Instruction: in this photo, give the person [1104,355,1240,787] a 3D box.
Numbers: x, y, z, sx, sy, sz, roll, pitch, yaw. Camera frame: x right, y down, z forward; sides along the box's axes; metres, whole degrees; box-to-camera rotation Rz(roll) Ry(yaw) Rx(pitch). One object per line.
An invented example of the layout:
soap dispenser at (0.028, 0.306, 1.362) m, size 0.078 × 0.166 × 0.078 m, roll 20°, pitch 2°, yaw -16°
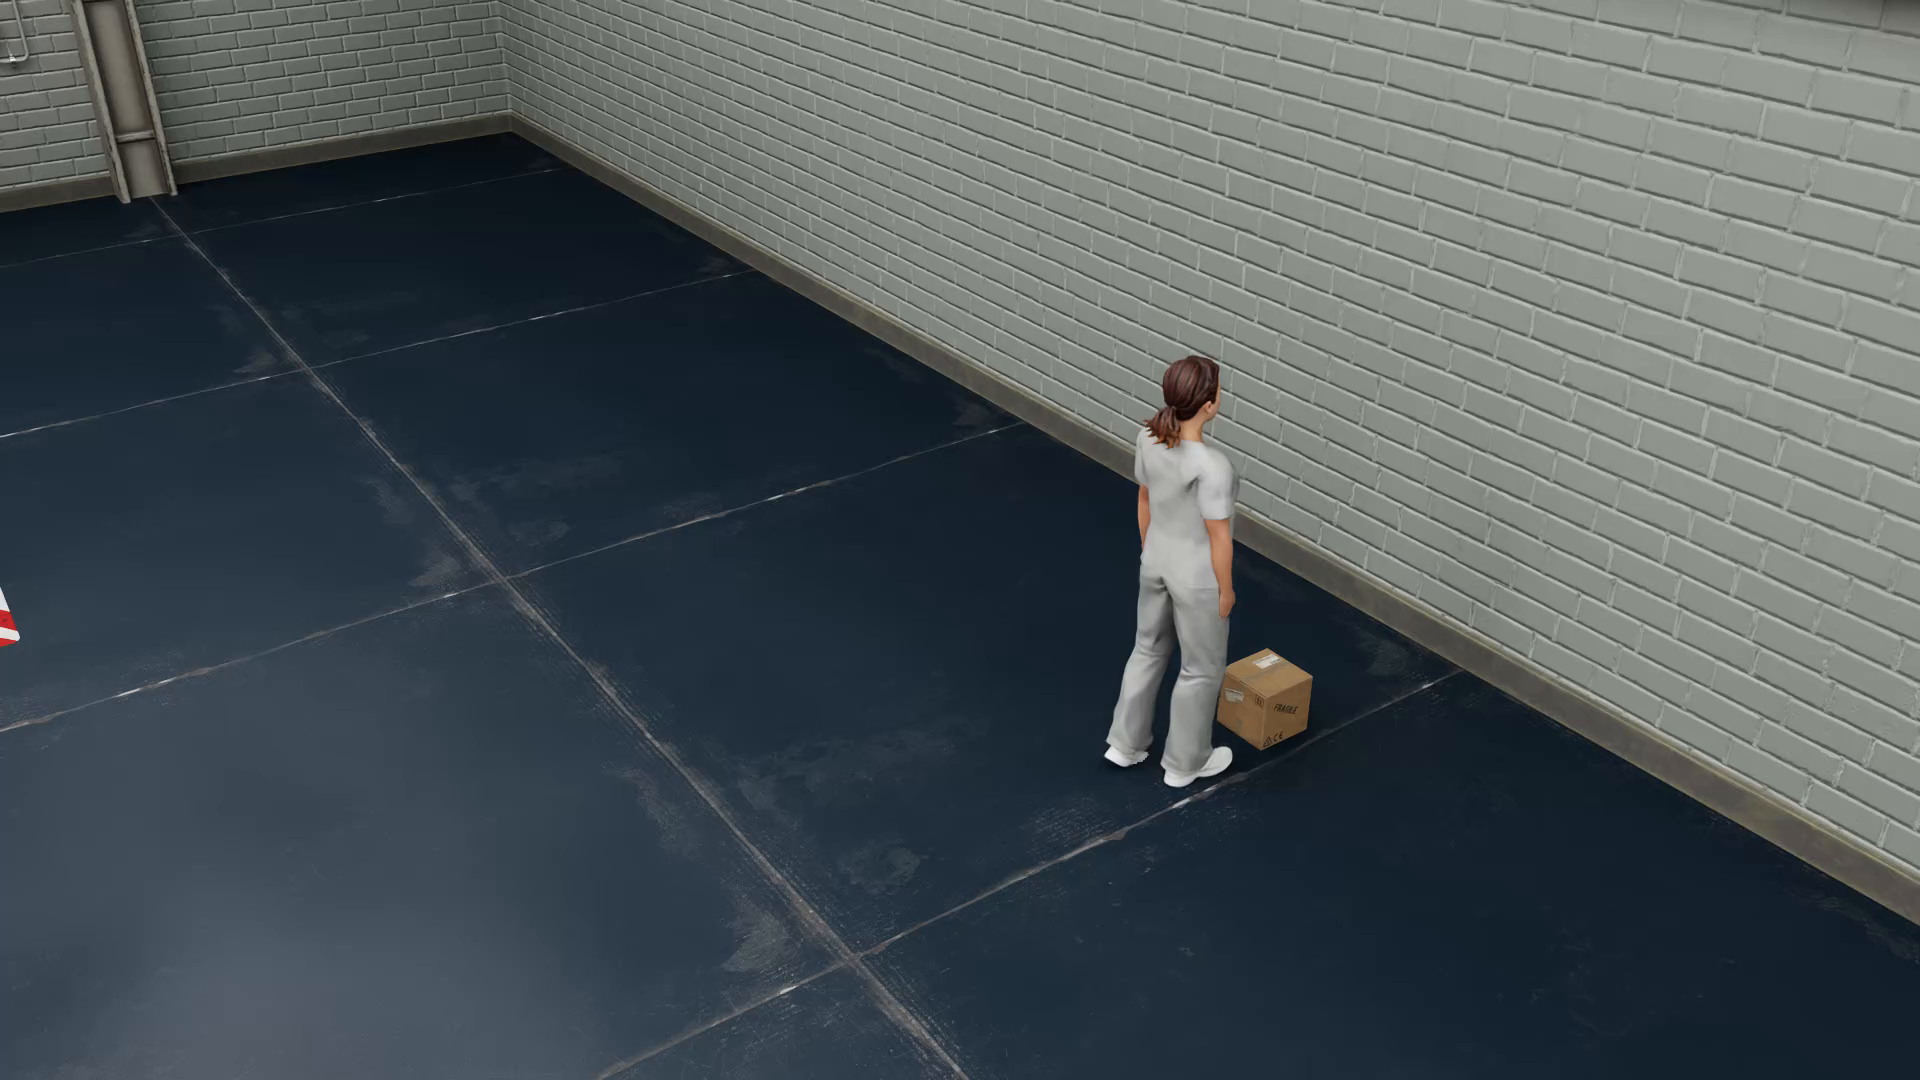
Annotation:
person at (0.793, 0.155, 5.913) m, size 0.438 × 1.732 × 0.441 m, roll -18°, pitch 34°, yaw -30°
